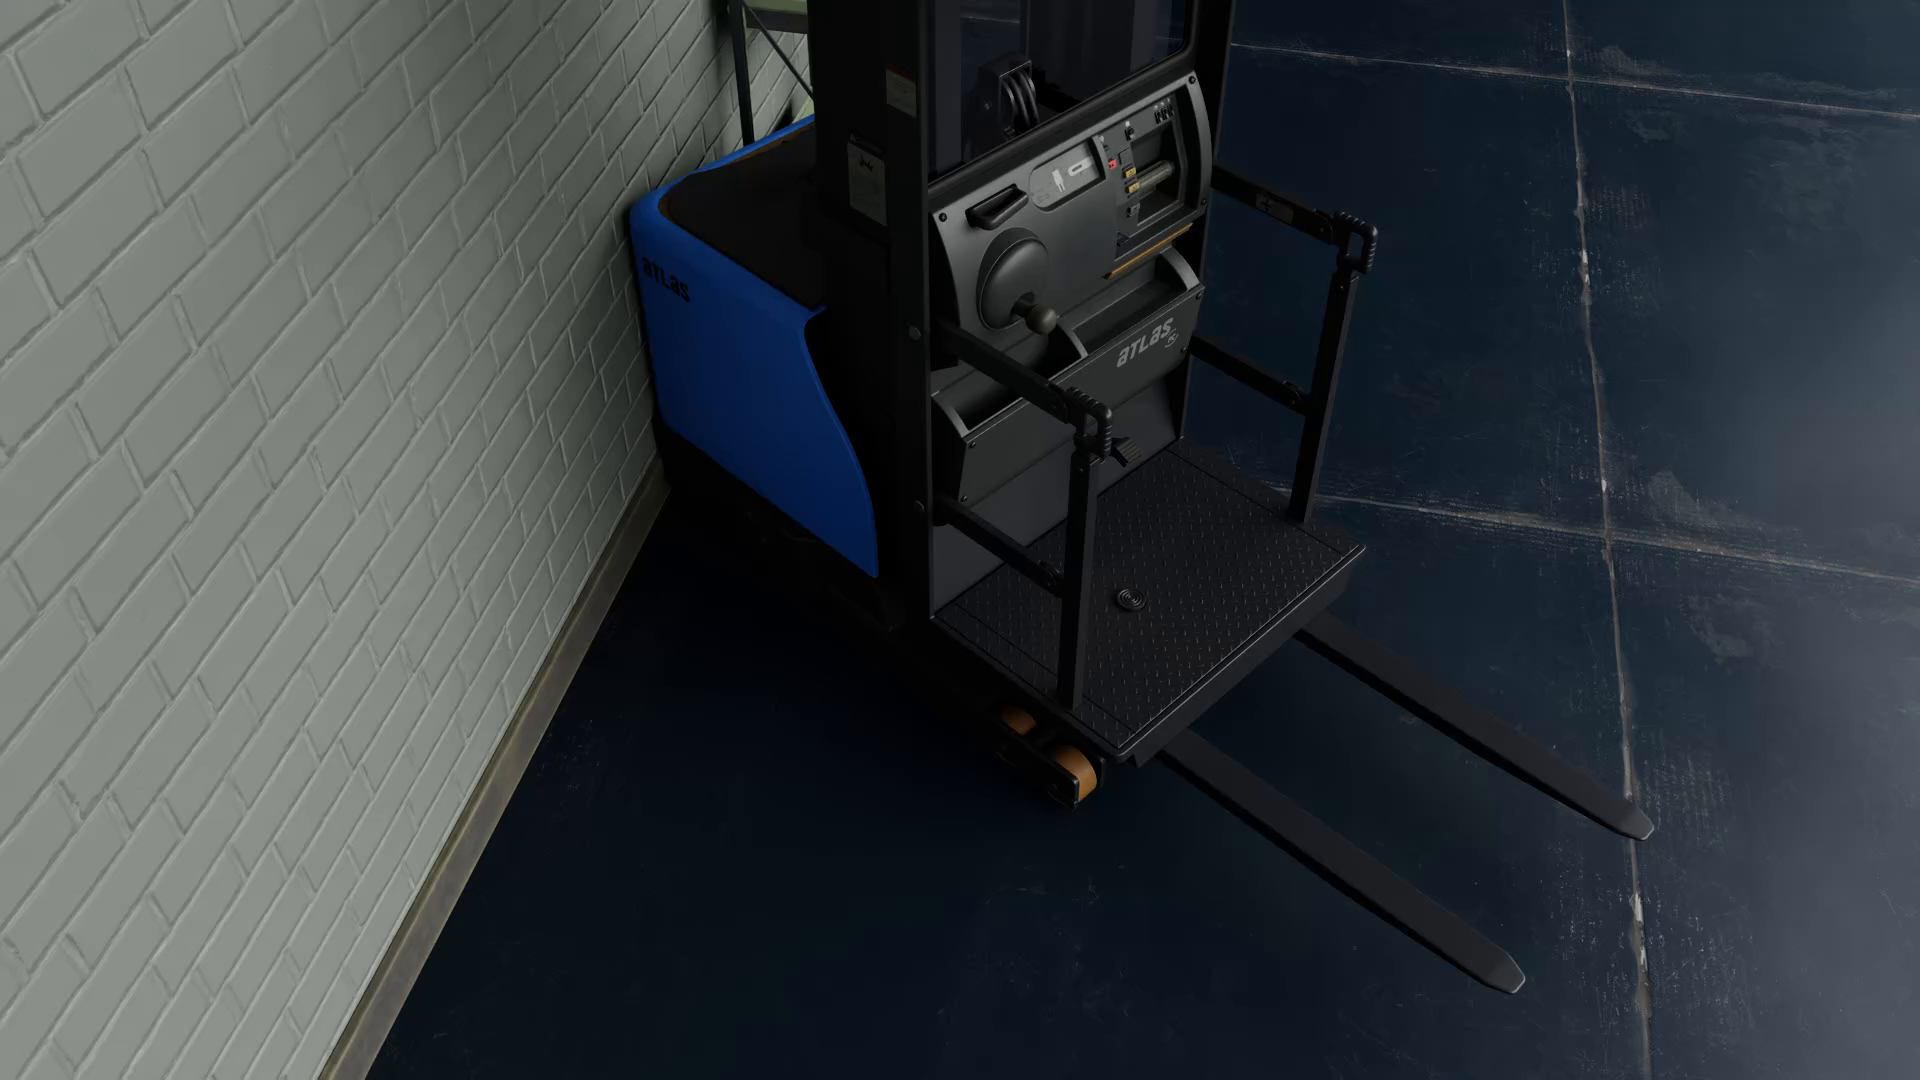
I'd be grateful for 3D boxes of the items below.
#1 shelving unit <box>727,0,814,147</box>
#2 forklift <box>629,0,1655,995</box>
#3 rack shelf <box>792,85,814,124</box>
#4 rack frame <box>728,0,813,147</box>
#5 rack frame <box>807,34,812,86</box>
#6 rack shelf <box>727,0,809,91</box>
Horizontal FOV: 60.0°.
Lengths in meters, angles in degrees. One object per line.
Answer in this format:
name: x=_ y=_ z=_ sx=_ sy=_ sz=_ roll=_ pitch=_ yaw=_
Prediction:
shelving unit: x=-0.435 y=-1.500 z=5.727 sx=0.431 sy=1.500 sz=0.755 roll=9 pitch=45 yaw=9
forklift: x=0.441 y=-0.751 z=3.916 sx=3.031 sy=2.935 sz=1.130 roll=35 pitch=54 yaw=31
rack shelf: x=-0.435 y=-1.266 z=5.953 sx=0.431 sy=0.370 sz=0.720 roll=9 pitch=45 yaw=9
rack frame: x=-0.517 y=-1.253 z=5.470 sx=0.400 sy=1.500 sz=0.023 roll=9 pitch=45 yaw=9
rack frame: x=-0.352 y=-1.748 z=5.984 sx=0.400 sy=1.500 sz=0.023 roll=9 pitch=45 yaw=9
rack shelf: x=-0.435 y=-1.782 z=5.457 sx=0.431 sy=0.370 sz=0.720 roll=9 pitch=45 yaw=9
